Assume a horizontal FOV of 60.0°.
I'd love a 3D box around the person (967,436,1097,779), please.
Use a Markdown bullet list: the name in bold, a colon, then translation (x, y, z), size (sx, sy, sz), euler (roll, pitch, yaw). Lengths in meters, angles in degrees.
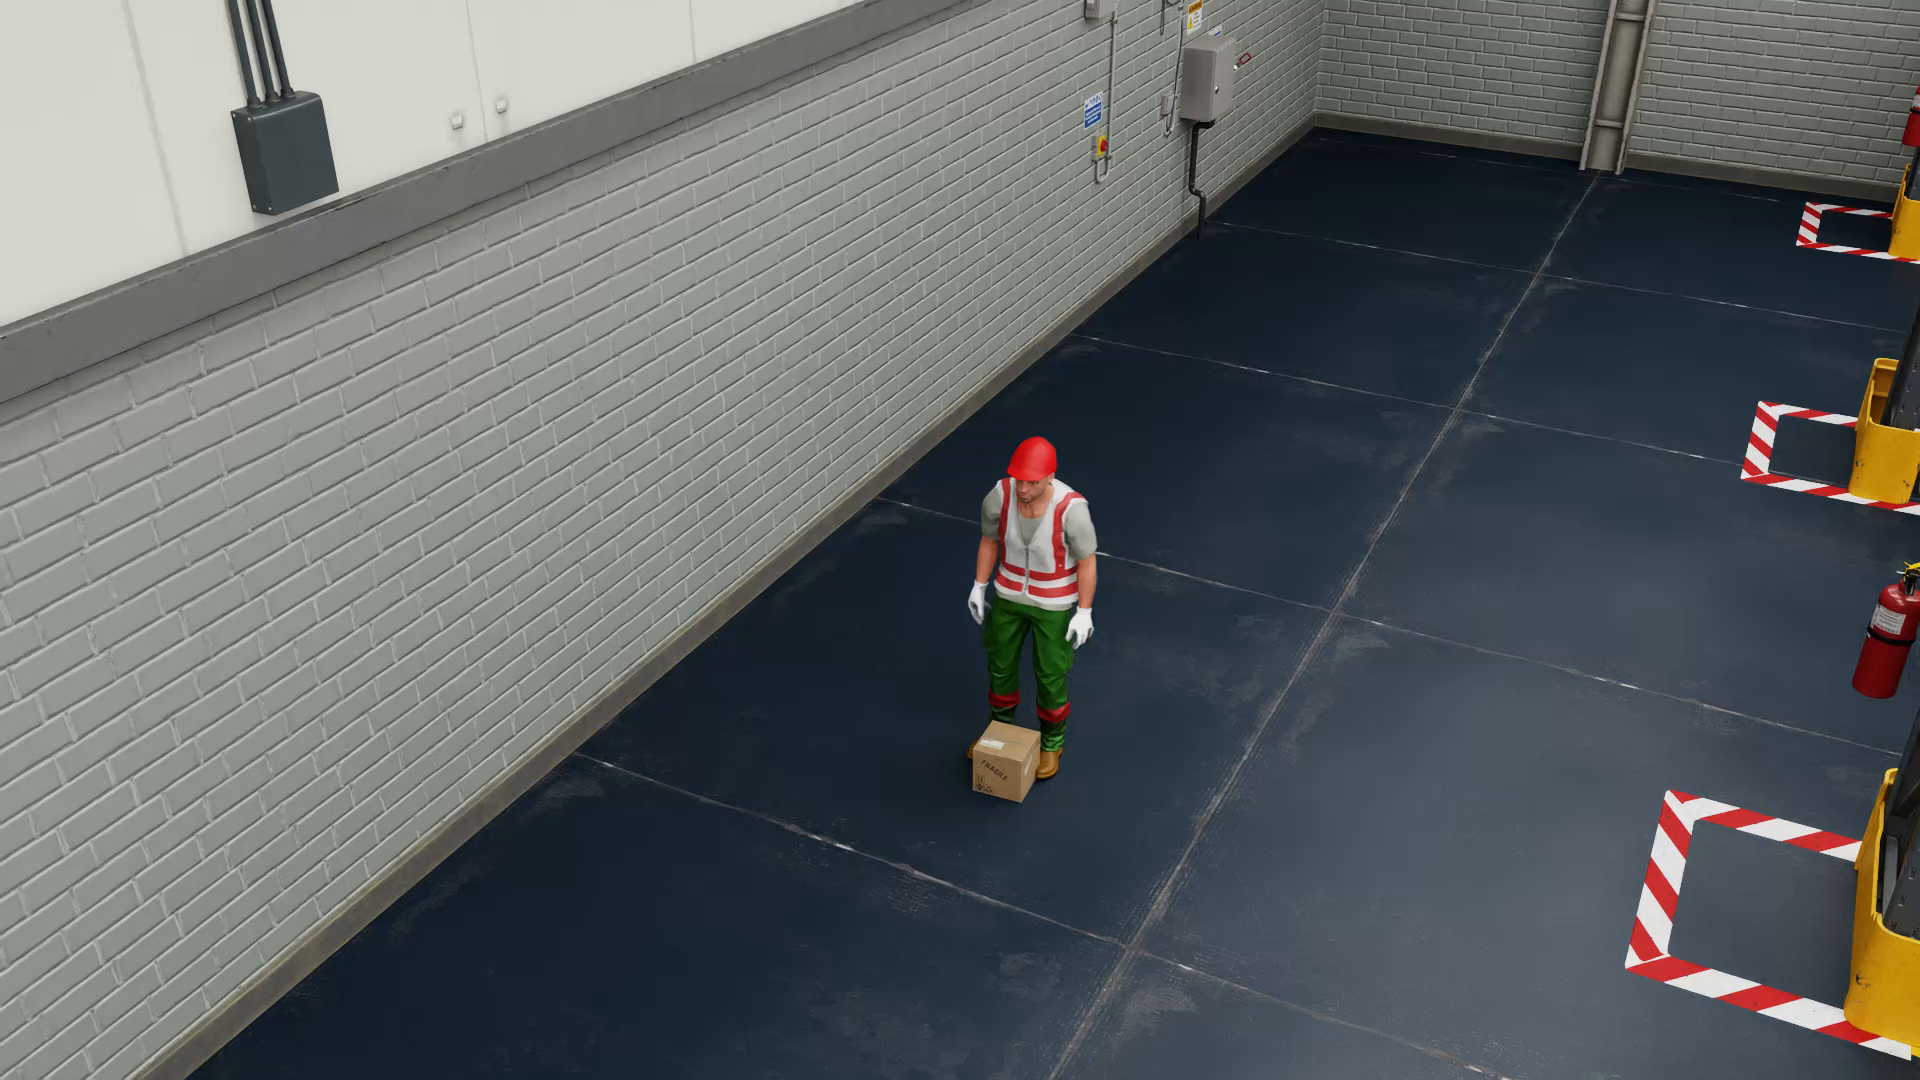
- **person**: translation (0.332, 0.300, 7.755), size (0.620, 1.779, 0.454), euler (14, 32, 22)
